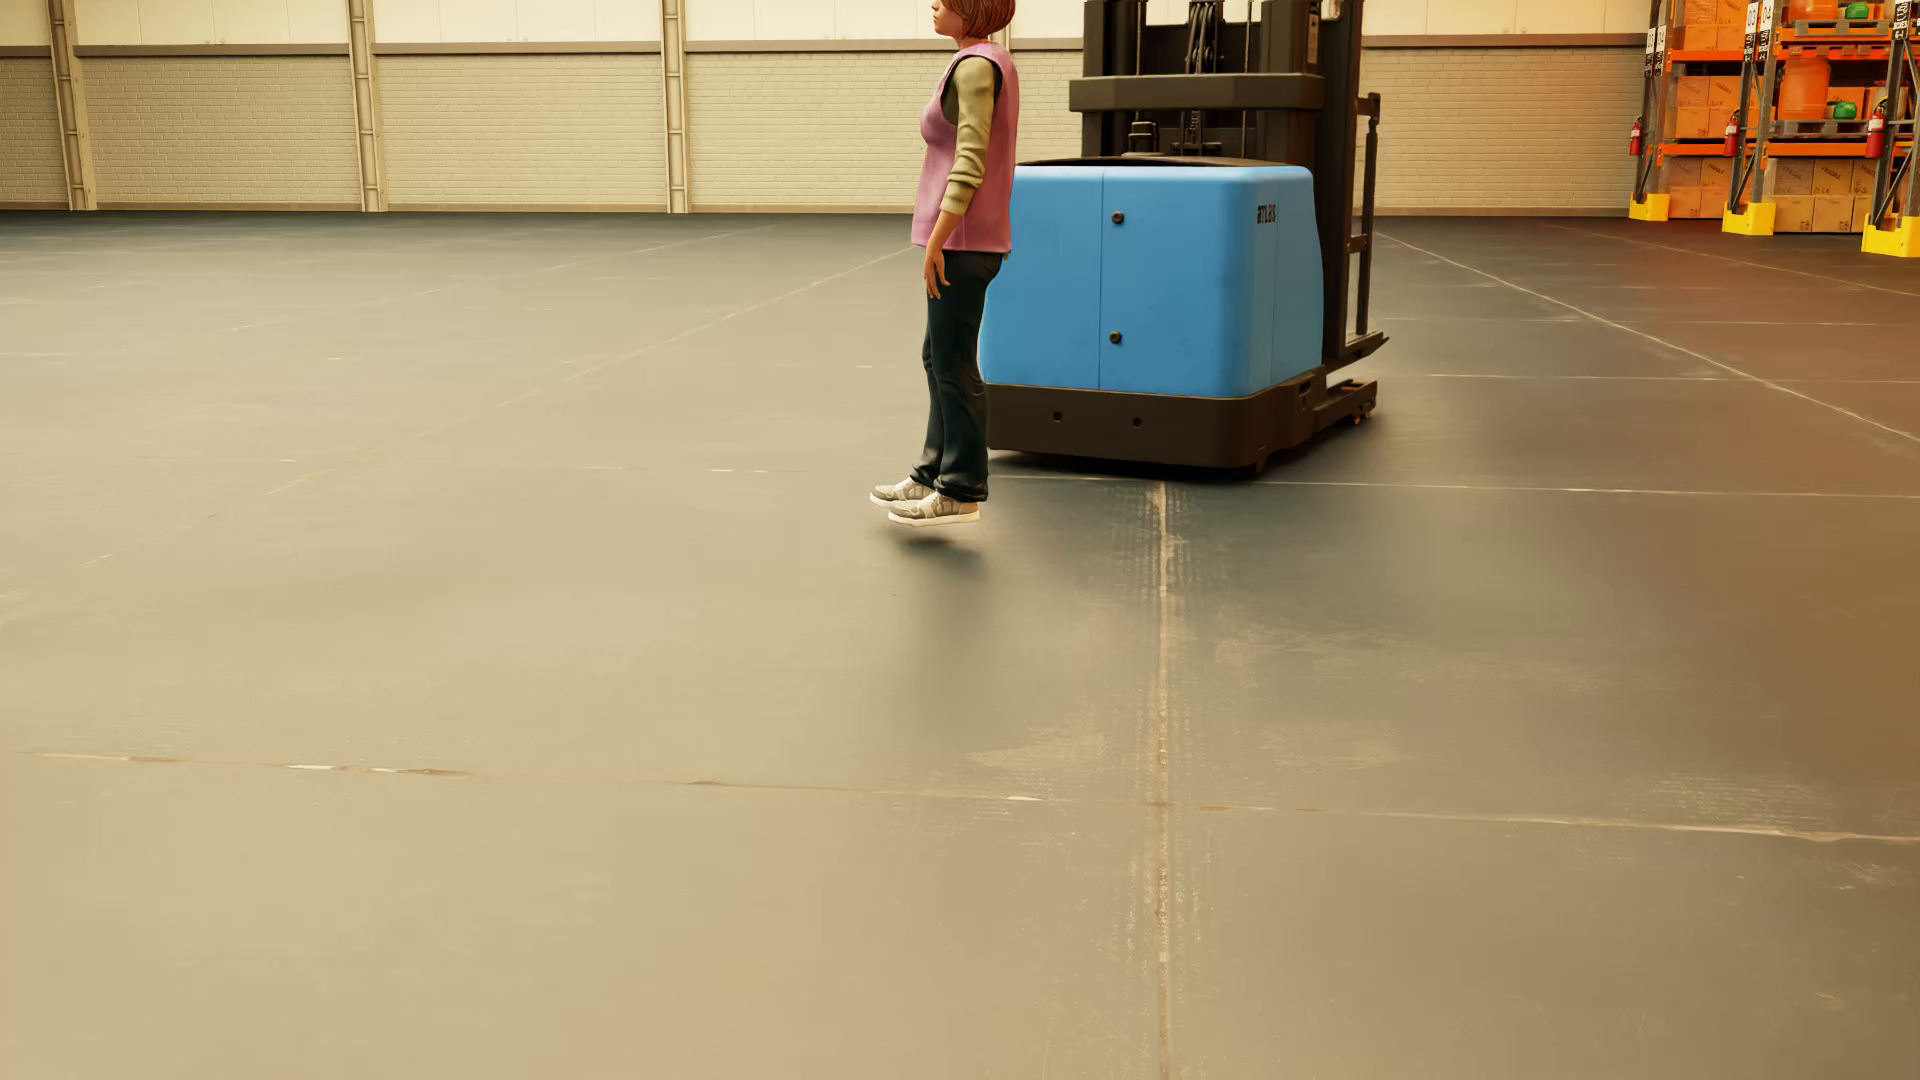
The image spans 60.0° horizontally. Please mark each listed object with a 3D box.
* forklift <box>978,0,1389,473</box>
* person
[{"bbox_3d":[1.161,-1.954,6.864,1.130,2.935,3.031,7,15,26],"label":"forklift"},{"bbox_3d":[-0.072,-0.829,4.776,0.472,1.598,0.521,2,13,7],"label":"person"}]
